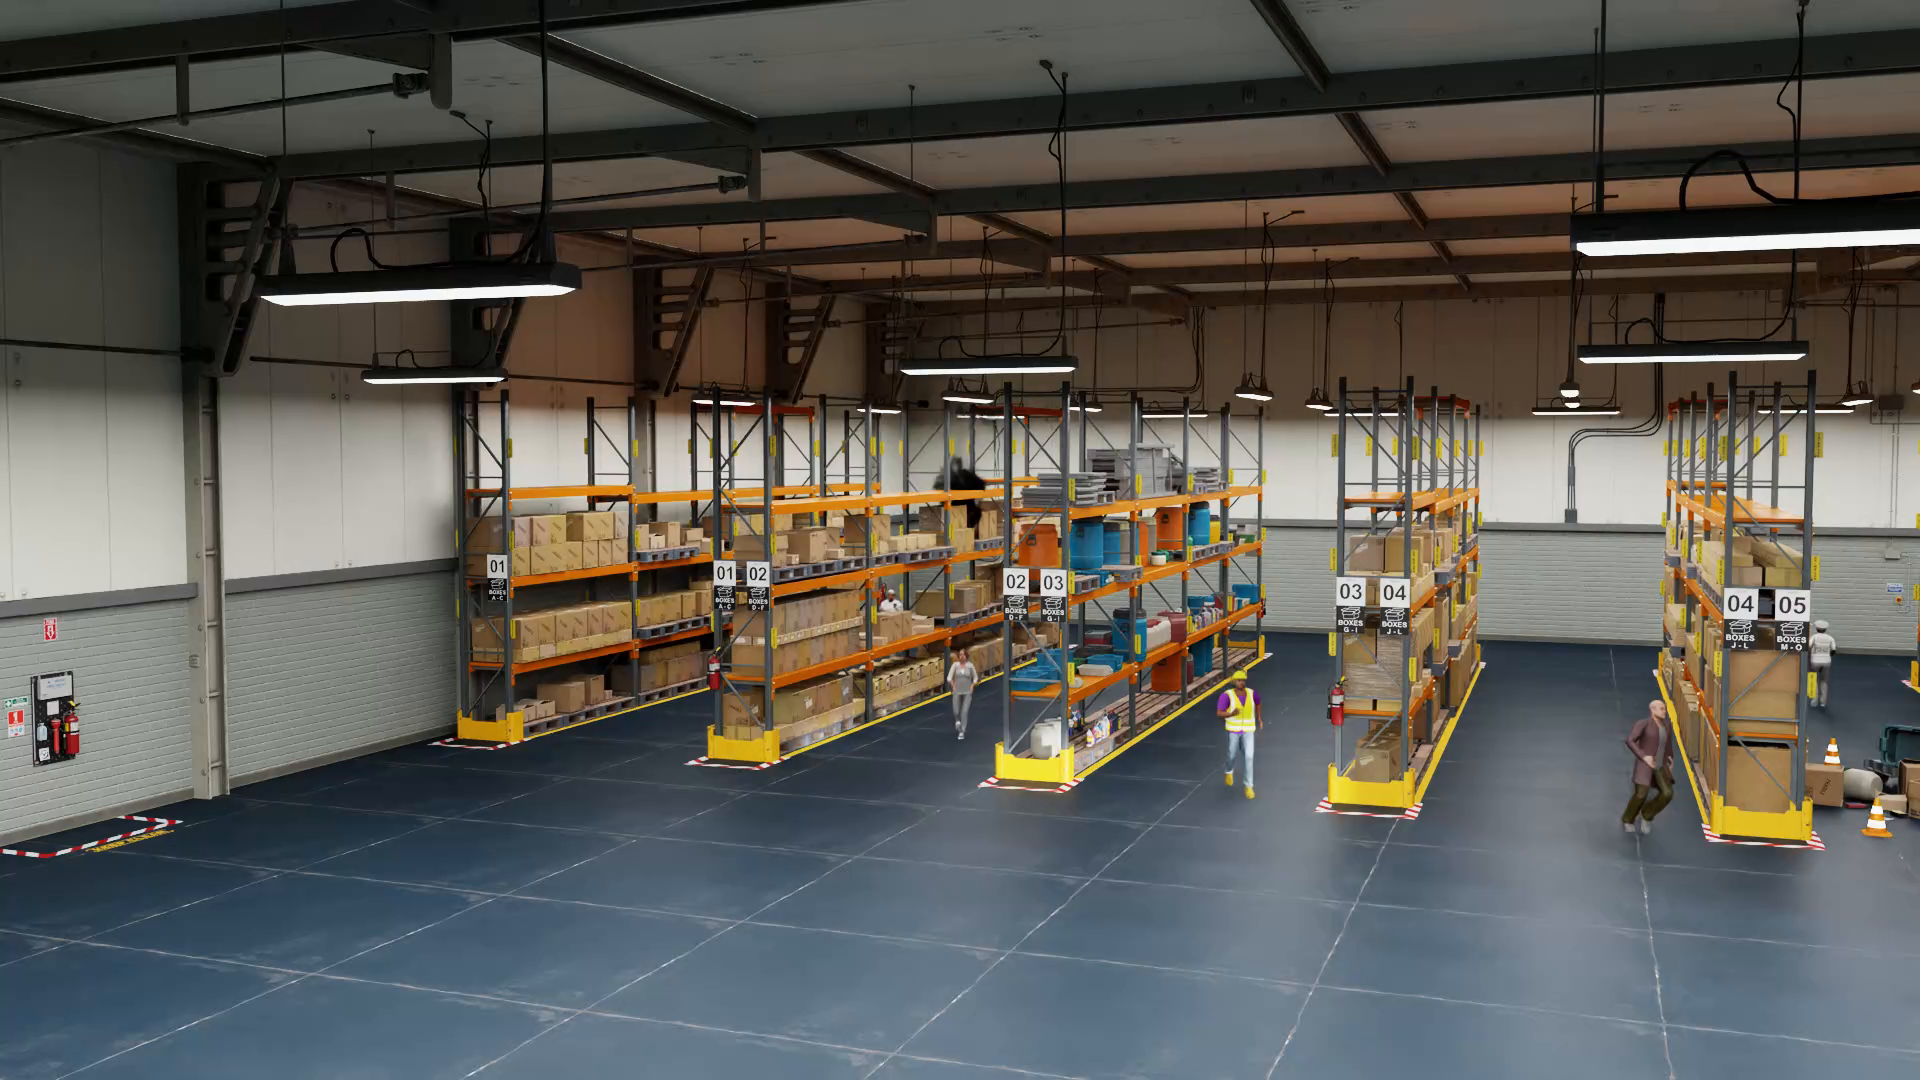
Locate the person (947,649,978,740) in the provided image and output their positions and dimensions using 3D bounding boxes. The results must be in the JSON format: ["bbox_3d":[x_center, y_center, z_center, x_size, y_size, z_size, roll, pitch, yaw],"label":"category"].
[{"bbox_3d":[0.048,2.654,28.698,0.534,1.535,0.557,0,3,2],"label":"person"}]

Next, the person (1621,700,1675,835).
[{"bbox_3d":[8.995,2.944,21.596,0.754,1.730,0.648,-1,3,-12],"label":"person"}]

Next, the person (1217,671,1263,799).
[{"bbox_3d":[4.054,2.771,24.073,0.701,1.772,0.969,0,3,-2],"label":"person"}]

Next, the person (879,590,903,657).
[{"bbox_3d":[-1.668,2.003,39.772,0.602,1.625,0.523,0,3,5],"label":"person"}]

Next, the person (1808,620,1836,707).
[{"bbox_3d":[16.602,2.398,32.170,0.596,1.690,0.644,1,3,17],"label":"person"}]
